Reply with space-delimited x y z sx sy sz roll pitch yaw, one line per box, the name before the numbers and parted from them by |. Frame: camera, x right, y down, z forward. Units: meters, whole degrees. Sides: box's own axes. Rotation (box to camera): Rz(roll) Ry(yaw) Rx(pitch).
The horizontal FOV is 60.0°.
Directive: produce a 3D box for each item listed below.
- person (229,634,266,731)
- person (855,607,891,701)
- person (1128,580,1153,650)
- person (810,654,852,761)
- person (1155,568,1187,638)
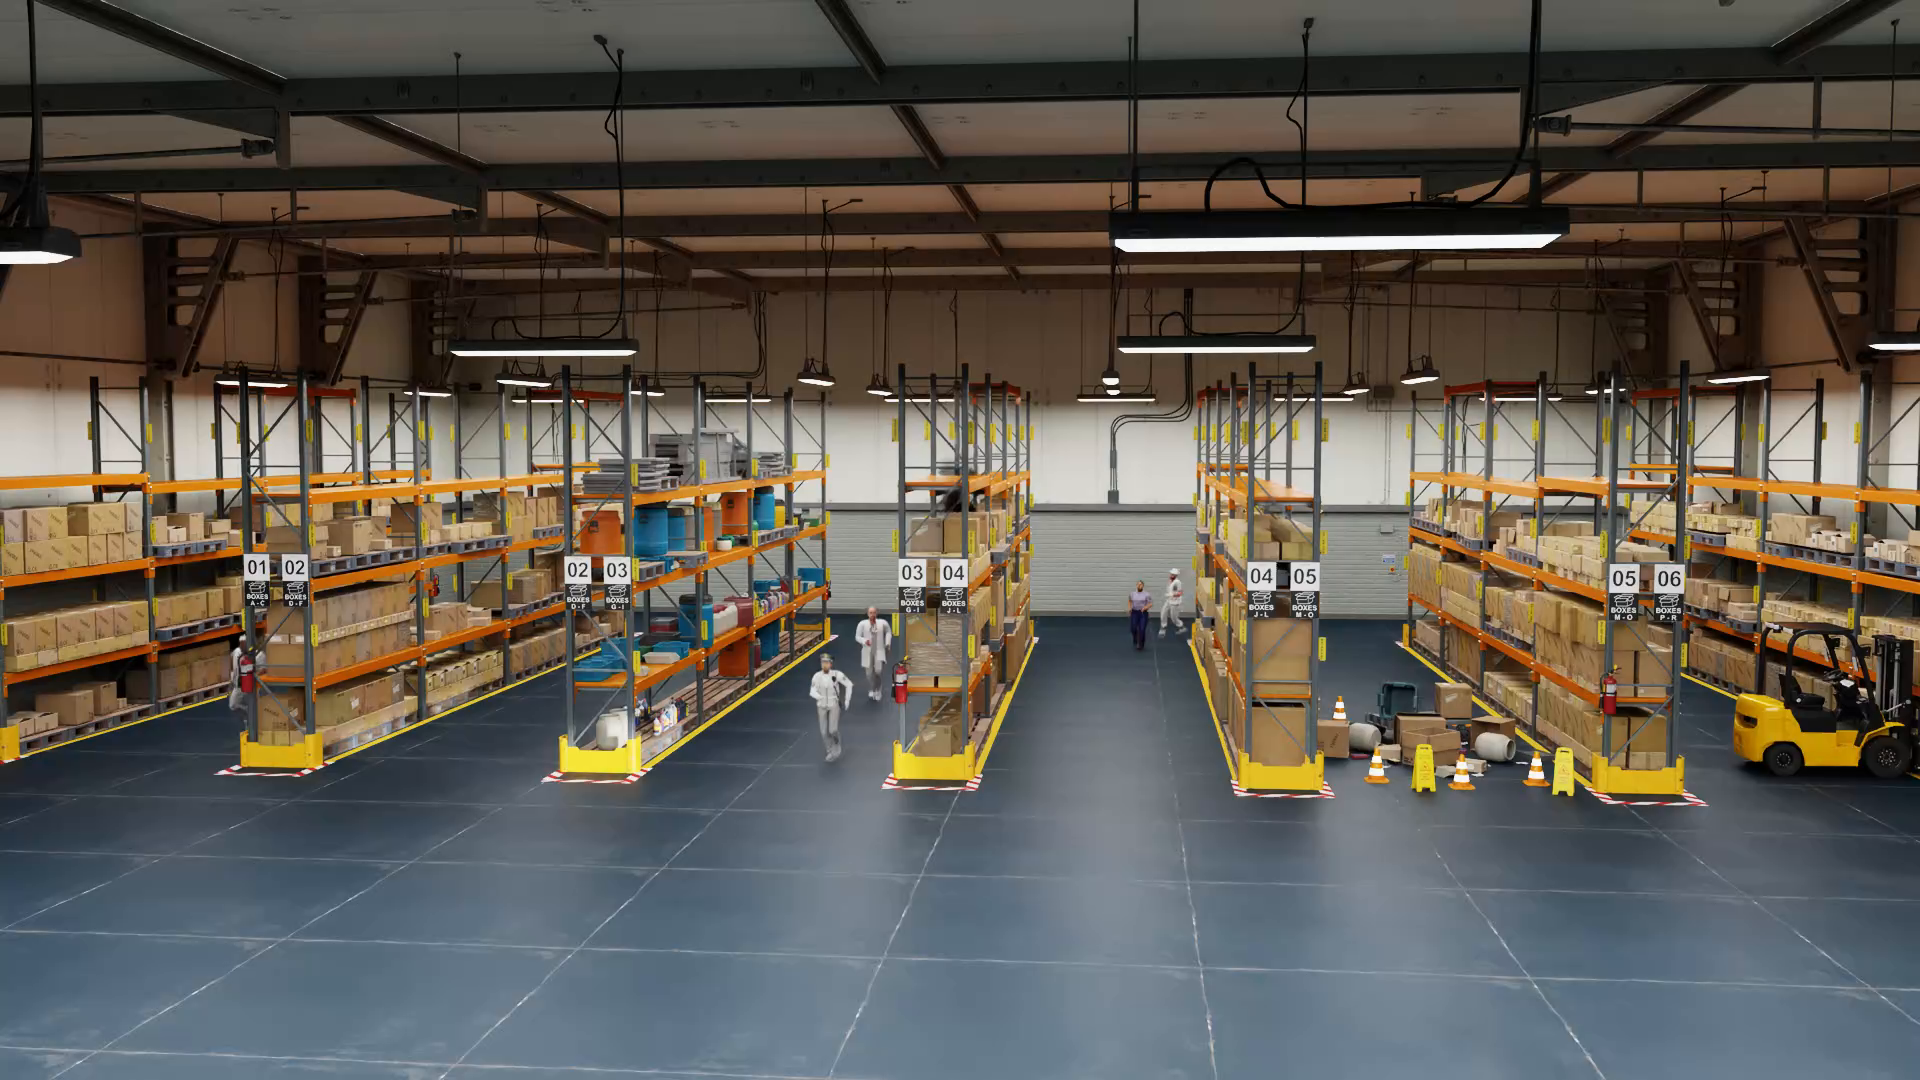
person | -11.659 2.388 27.092 0.730 1.724 0.716 0 4 6
person | -1.616 2.128 31.075 0.672 1.771 0.838 0 4 -3
person | 4.145 1.746 38.441 0.606 1.594 0.539 1 4 15
person | -1.978 2.552 25.247 0.606 1.660 0.613 1 4 9
person | 5.263 1.567 40.558 0.804 1.791 0.790 -1 4 -20
